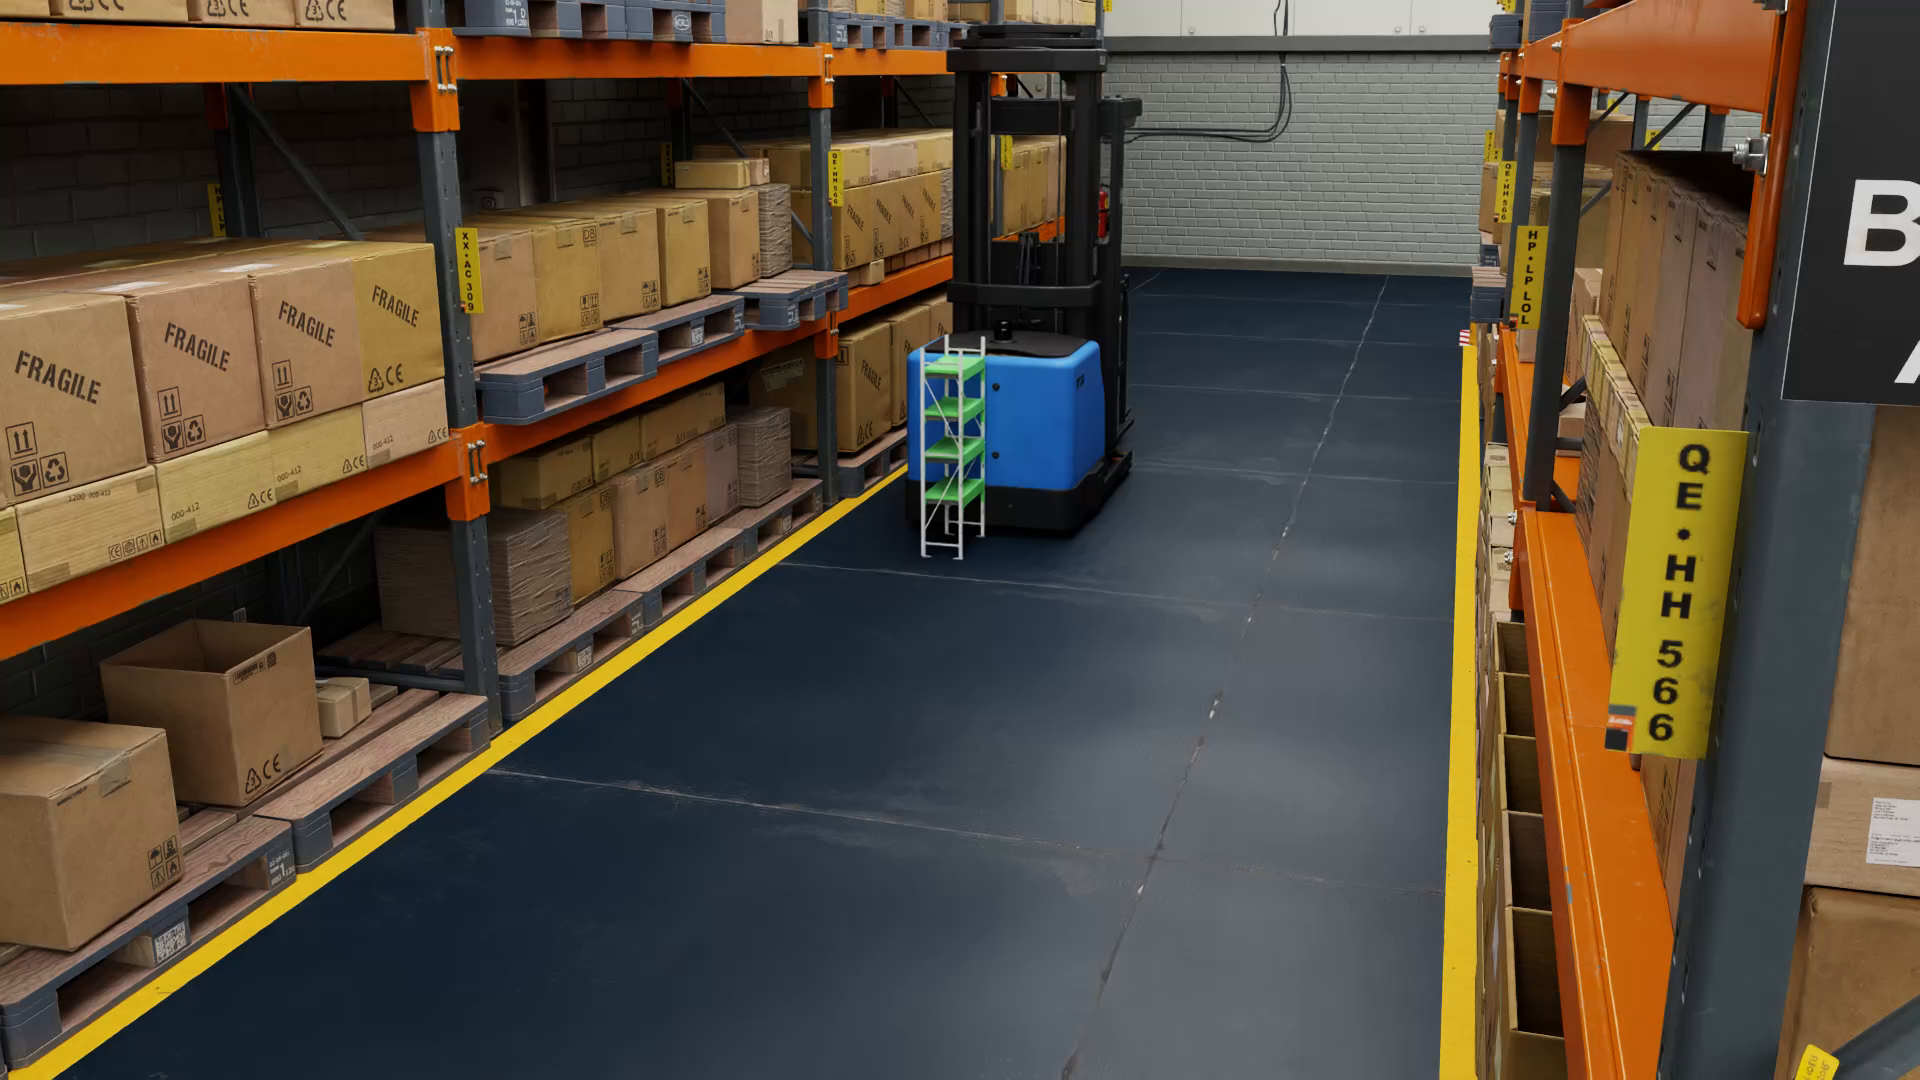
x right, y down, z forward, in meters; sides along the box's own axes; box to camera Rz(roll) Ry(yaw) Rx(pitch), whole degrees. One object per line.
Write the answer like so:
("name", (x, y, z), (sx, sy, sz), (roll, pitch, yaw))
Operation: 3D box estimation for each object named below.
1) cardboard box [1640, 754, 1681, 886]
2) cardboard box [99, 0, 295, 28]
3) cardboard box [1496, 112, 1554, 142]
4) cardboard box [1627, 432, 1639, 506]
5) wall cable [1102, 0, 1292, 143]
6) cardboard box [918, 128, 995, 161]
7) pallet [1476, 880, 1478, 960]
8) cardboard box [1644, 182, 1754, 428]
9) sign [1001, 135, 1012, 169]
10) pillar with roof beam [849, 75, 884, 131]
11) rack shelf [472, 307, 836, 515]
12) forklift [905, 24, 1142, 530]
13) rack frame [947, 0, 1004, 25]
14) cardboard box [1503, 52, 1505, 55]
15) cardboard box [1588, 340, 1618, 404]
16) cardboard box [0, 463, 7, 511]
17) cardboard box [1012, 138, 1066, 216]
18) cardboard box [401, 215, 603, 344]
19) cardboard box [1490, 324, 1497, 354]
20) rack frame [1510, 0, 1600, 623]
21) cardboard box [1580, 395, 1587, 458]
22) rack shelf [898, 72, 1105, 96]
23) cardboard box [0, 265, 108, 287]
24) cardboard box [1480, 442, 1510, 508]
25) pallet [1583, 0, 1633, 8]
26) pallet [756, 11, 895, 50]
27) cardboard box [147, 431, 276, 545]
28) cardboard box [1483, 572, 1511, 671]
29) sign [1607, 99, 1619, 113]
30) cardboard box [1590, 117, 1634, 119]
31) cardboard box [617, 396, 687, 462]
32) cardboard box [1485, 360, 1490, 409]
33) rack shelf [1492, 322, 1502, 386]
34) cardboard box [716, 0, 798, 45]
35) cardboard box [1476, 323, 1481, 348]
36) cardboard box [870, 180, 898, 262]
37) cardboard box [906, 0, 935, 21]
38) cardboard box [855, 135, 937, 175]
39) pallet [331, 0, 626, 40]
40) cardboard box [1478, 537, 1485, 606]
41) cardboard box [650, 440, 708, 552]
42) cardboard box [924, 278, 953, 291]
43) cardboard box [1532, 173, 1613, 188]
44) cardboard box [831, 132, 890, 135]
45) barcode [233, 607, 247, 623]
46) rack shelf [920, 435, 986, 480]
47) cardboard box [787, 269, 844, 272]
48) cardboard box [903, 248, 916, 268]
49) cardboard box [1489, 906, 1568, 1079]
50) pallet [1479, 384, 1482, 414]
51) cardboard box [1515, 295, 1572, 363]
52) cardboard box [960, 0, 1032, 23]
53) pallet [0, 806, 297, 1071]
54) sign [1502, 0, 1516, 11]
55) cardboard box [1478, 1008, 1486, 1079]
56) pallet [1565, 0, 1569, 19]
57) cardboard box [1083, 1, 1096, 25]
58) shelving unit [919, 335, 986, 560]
("cardboard box", (1.637, 0.334, 2.970), (0.700, 0.500, 0.500), (5, 17, 16))
("cardboard box", (-2.476, -1.877, 5.233), (0.500, 0.500, 0.500), (3, 16, 11))
("cardboard box", (5.080, -3.581, 14.941), (0.500, 0.500, 0.500), (5, 17, 17))
("cardboard box", (1.565, -0.110, 3.348), (0.380, 0.149, 0.250), (4, 16, 15))
("wall cable", (2.947, -6.643, 22.448), (3.097, 2.526, 0.112), (5, 16, 16))
("cardboard box", (-0.027, -3.171, 13.374), (0.500, 0.250, 0.500), (5, 17, 17))
("pallet", (2.071, 1.271, 4.963), (1.003, 0.211, 1.213), (5, 16, 16))
("cardboard box", (1.789, -0.437, 3.314), (0.700, 0.500, 0.500), (5, 16, 16))
("sign", (0.383, -3.231, 13.748), (0.100, 0.325, 0.005), (5, 16, 16))
("pillar with roof beam", (3.357, -5.554, 12.921), (9.100, 9.000, 0.400), (5, 16, 16))
("rack shelf", (-1.845, -0.836, 8.598), (1.077, 0.370, 4.000), (5, 16, 16))
("forklift", (0.556, -1.828, 10.903), (1.130, 2.935, 3.031), (4, 16, 15))
("rack frame", (-0.140, -5.638, 13.216), (1.000, 3.000, 0.127), (5, 16, 16))
("cardboard box", (5.063, -4.411, 14.660), (0.500, 0.250, 0.500), (5, 16, 16))
("cardboard box", (1.932, -0.447, 4.537), (0.380, 0.149, 0.250), (4, 16, 14))
("cardboard box", (-2.823, -0.275, 4.167), (0.500, 0.500, 0.500), (4, 16, 14))
("cardboard box", (0.665, -3.617, 16.536), (0.980, 0.700, 0.700), (4, 16, 15))
("cardboard box", (-2.070, -1.195, 7.555), (0.700, 0.500, 0.500), (6, 17, 22))
("cardboard box", (3.955, -1.369, 11.560), (0.500, 0.250, 0.500), (5, 16, 16))
("rack frame", (2.337, -0.276, 5.304), (1.000, 3.000, 0.127), (5, 16, 16))
("cardboard box", (2.435, -0.336, 5.791), (0.500, 0.250, 0.500), (6, 17, 19))
("rack shelf", (0.429, -4.372, 15.568), (1.077, 0.370, 4.000), (5, 16, 16))
("cardboard box", (-3.045, -0.585, 5.260), (0.500, 0.500, 0.500), (5, 17, 17))
("cardboard box", (3.043, -0.357, 8.832), (0.500, 0.311, 0.500), (5, 17, 18))
("pallet", (2.120, -1.451, 4.113), (1.003, 0.211, 1.213), (5, 16, 16))
("pallet", (-1.144, -3.230, 10.570), (1.213, 0.211, 1.003), (5, 17, 18))
("cardboard box", (-2.535, -0.186, 5.228), (0.500, 0.250, 0.500), (5, 16, 16))
("cardboard box", (2.319, 0.311, 6.479), (0.500, 0.311, 0.500), (5, 17, 17))
("sign", (6.274, -4.076, 16.002), (0.100, 0.325, 0.005), (5, 16, 16))
("cardboard box", (5.160, -3.134, 13.367), (0.500, 0.500, 0.500), (4, 16, 14))
("cardboard box", (-1.795, -0.604, 8.861), (0.500, 0.250, 0.500), (5, 16, 16))
("cardboard box", (4.099, -1.130, 12.090), (0.500, 0.500, 0.500), (5, 17, 17))
("rack shelf", (4.042, -1.499, 10.937), (1.077, 0.370, 4.000), (5, 16, 16))
("cardboard box", (-1.222, -2.906, 9.207), (0.500, 0.311, 0.500), (5, 16, 16))
("cardboard box", (5.037, -1.922, 15.342), (0.500, 0.250, 0.500), (5, 16, 16))
("cardboard box", (-0.735, -2.150, 11.146), (0.500, 0.500, 0.500), (5, 17, 18))
("cardboard box", (-0.591, -4.082, 12.238), (0.700, 0.500, 0.500), (4, 16, 15))
("cardboard box", (-0.471, -2.772, 11.964), (0.500, 0.250, 0.500), (4, 16, 15))
("pallet", (-2.136, -2.165, 6.812), (1.213, 0.211, 1.003), (5, 16, 16))
("cardboard box", (2.760, 0.181, 7.964), (0.500, 0.250, 0.500), (4, 16, 14))
("cardboard box", (-1.803, -0.264, 9.038), (0.700, 0.500, 0.500), (5, 16, 16))
("cardboard box", (-0.200, -1.740, 13.635), (0.750, 0.750, 0.750), (5, 17, 17))
("cardboard box", (4.168, -2.152, 10.966), (0.700, 0.500, 0.500), (1, 16, 2))
("cardboard box", (-0.800, -2.944, 12.574), (0.500, 0.250, 0.500), (4, 16, 14))
("barcode", (-2.797, 0.301, 6.460), (0.001, 0.075, 0.075), (5, 16, 16))
("rack shelf", (-0.037, -0.475, 9.538), (0.258, 0.148, 0.480), (4, 16, 15))
("cardboard box", (-0.961, -1.662, 10.617), (0.380, 0.149, 0.250), (4, 16, 15))
("cardboard box", (-0.535, -2.064, 12.034), (0.380, 0.149, 0.250), (5, 17, 16))
("cardboard box", (1.338, 1.105, 3.333), (0.500, 0.500, 0.500), (5, 16, 16))
("pallet", (4.807, -1.207, 13.697), (1.003, 0.211, 1.213), (5, 16, 16))
("cardboard box", (3.034, -1.060, 8.234), (0.500, 0.311, 0.500), (4, 16, 15))
("cardboard box", (0.309, -4.533, 14.140), (0.500, 0.250, 0.500), (5, 16, 16))
("pallet", (-2.915, 1.181, 5.278), (1.003, 0.211, 1.213), (5, 16, 16))
("sign", (4.088, -4.101, 12.345), (0.100, 0.325, 0.005), (5, 16, 16))
("cardboard box", (1.484, 1.335, 3.895), (0.500, 0.250, 0.500), (5, 16, 16))
("pallet", (3.052, -2.197, 6.928), (1.003, 0.211, 1.213), (5, 17, 18))
("cardboard box", (1.043, -5.207, 16.516), (0.500, 0.250, 0.500), (5, 17, 18))
("shelving unit", (-0.037, -0.536, 9.521), (0.258, 1.200, 0.503), (4, 16, 15))
